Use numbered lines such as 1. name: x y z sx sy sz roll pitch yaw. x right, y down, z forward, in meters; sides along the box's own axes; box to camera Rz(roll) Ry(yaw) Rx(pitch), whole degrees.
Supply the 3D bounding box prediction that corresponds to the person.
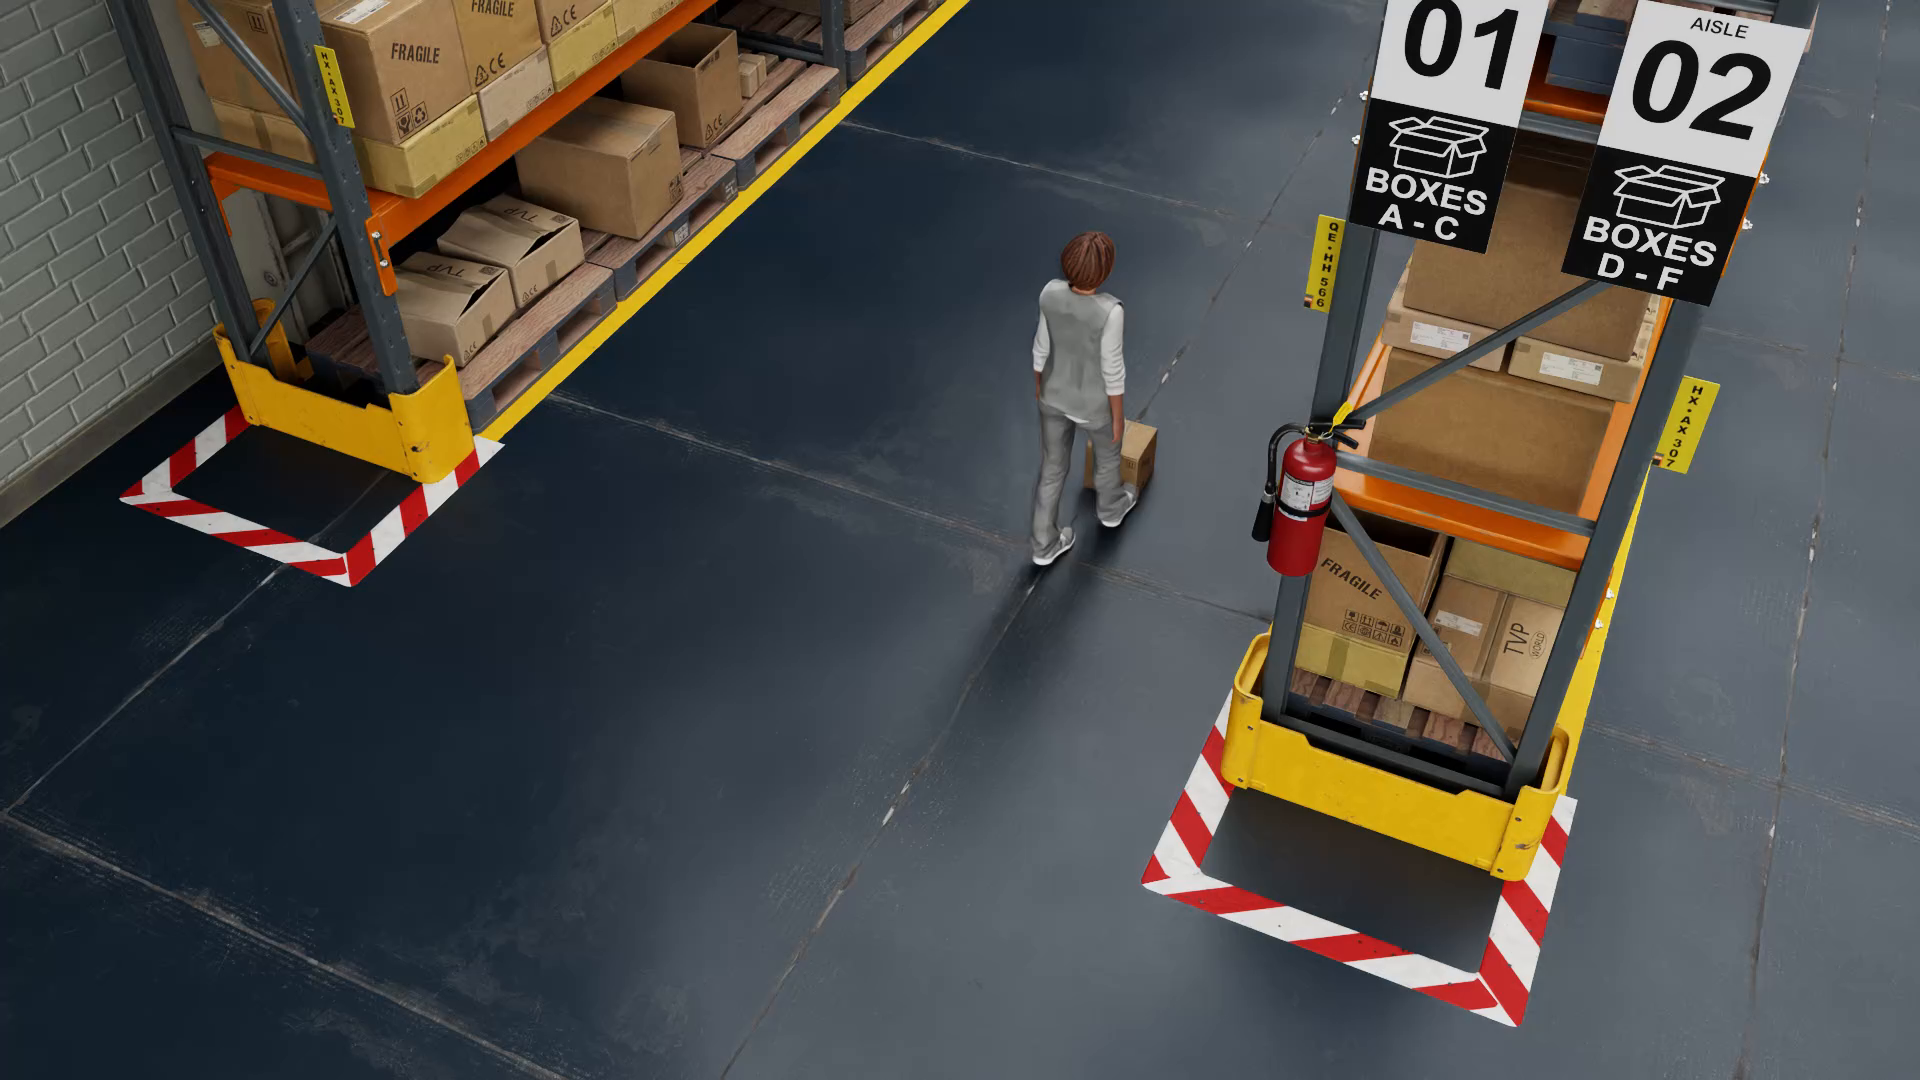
1. person: 0.534 -0.620 6.846 0.427 1.575 0.672 22 47 22
